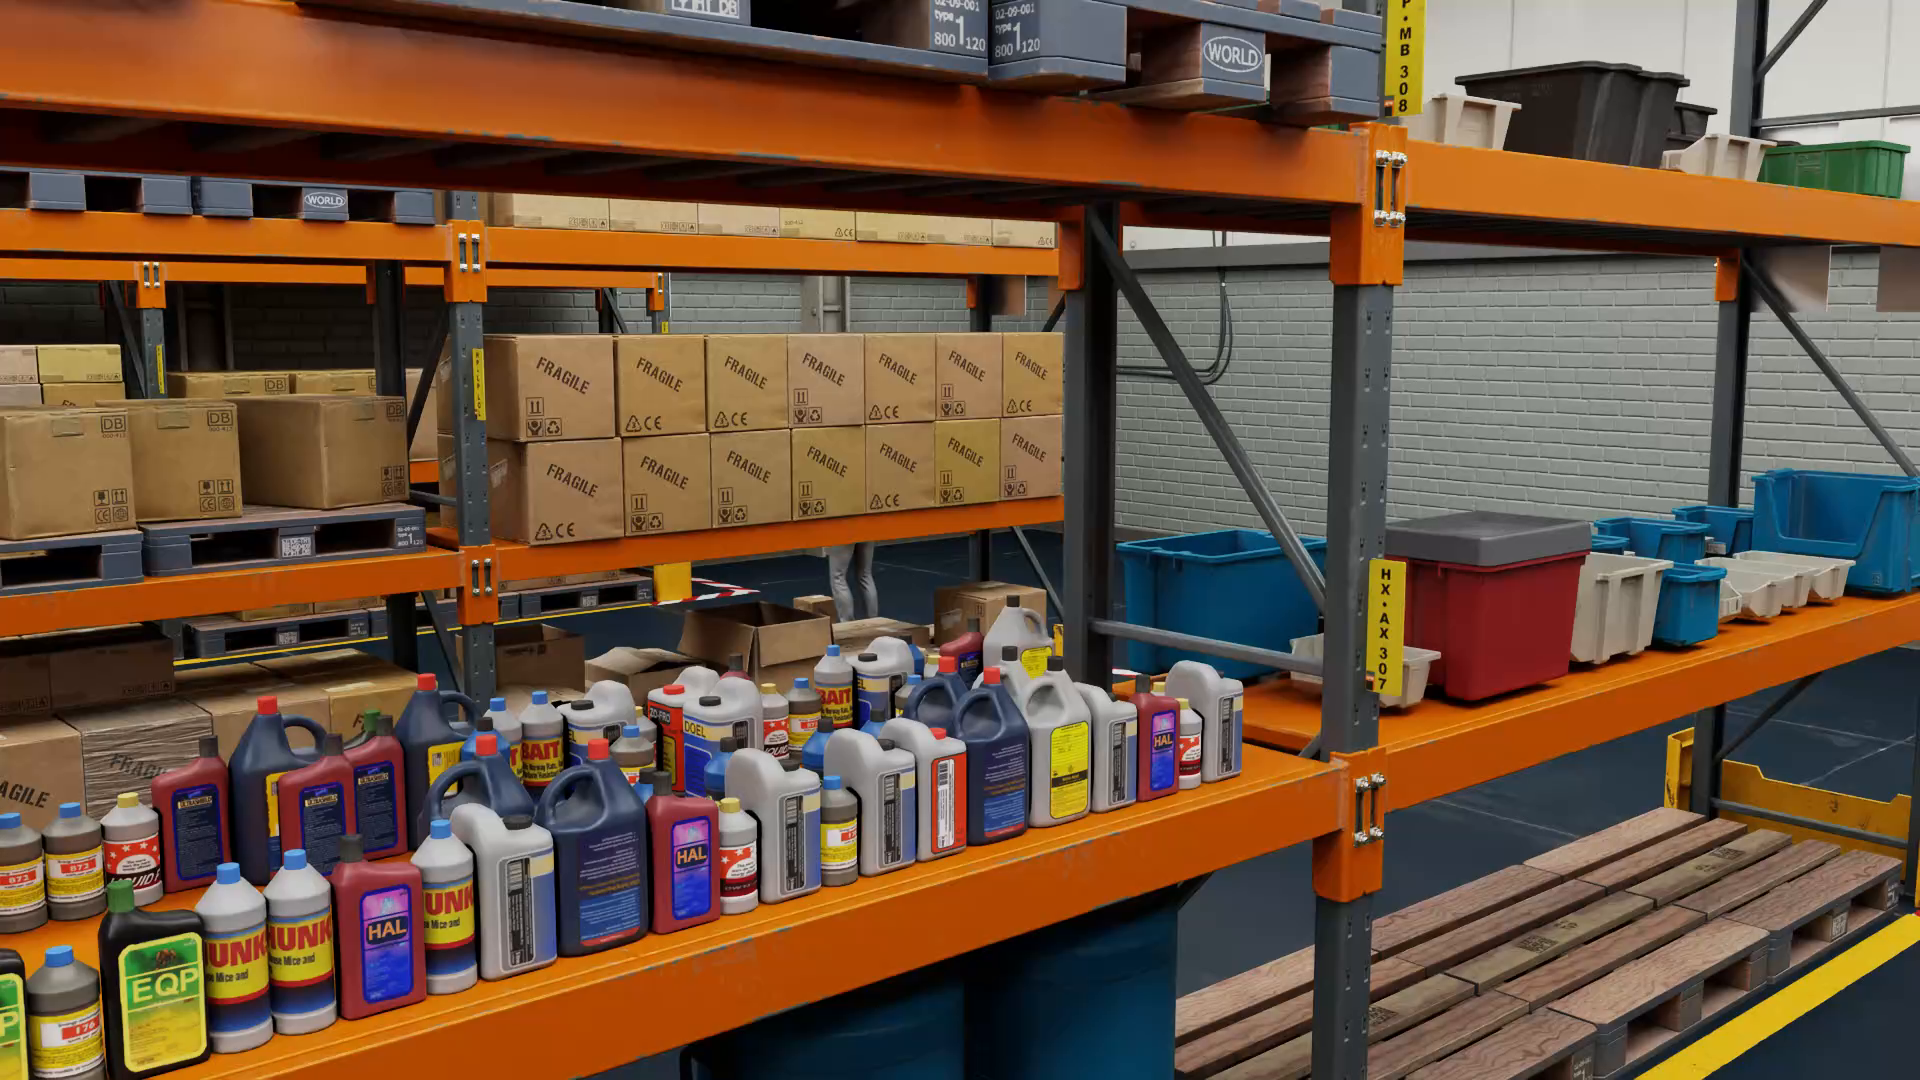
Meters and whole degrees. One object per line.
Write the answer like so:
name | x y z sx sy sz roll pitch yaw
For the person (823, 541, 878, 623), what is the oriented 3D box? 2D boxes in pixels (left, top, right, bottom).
person | -0.819 -0.067 12.368 0.479 1.658 0.352 -6 10 -40
